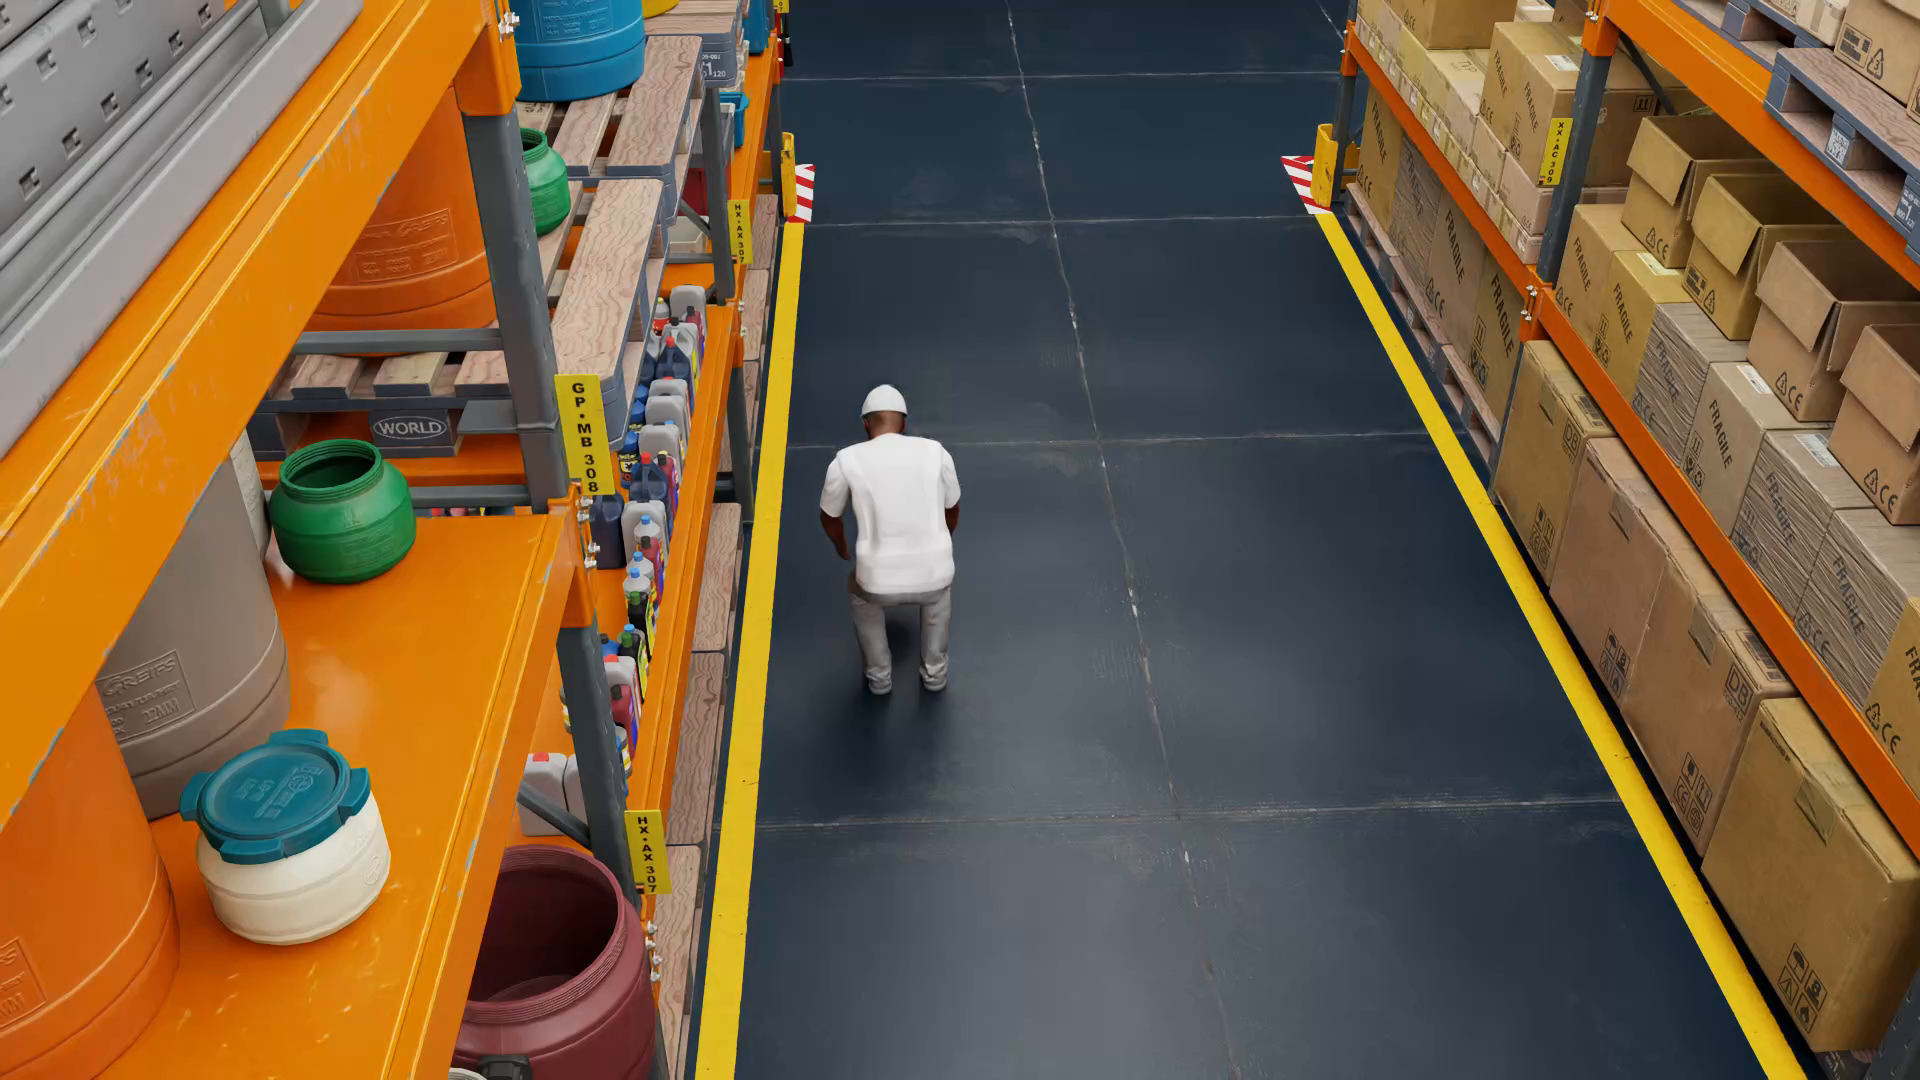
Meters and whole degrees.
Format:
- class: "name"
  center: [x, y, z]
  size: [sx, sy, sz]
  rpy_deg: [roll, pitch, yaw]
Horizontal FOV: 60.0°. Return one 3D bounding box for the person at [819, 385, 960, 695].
- class: "person"
  center: [-0.303, 0.039, 7.435]
  size: [0.631, 1.346, 0.790]
  rpy_deg: [-3, 35, -4]
